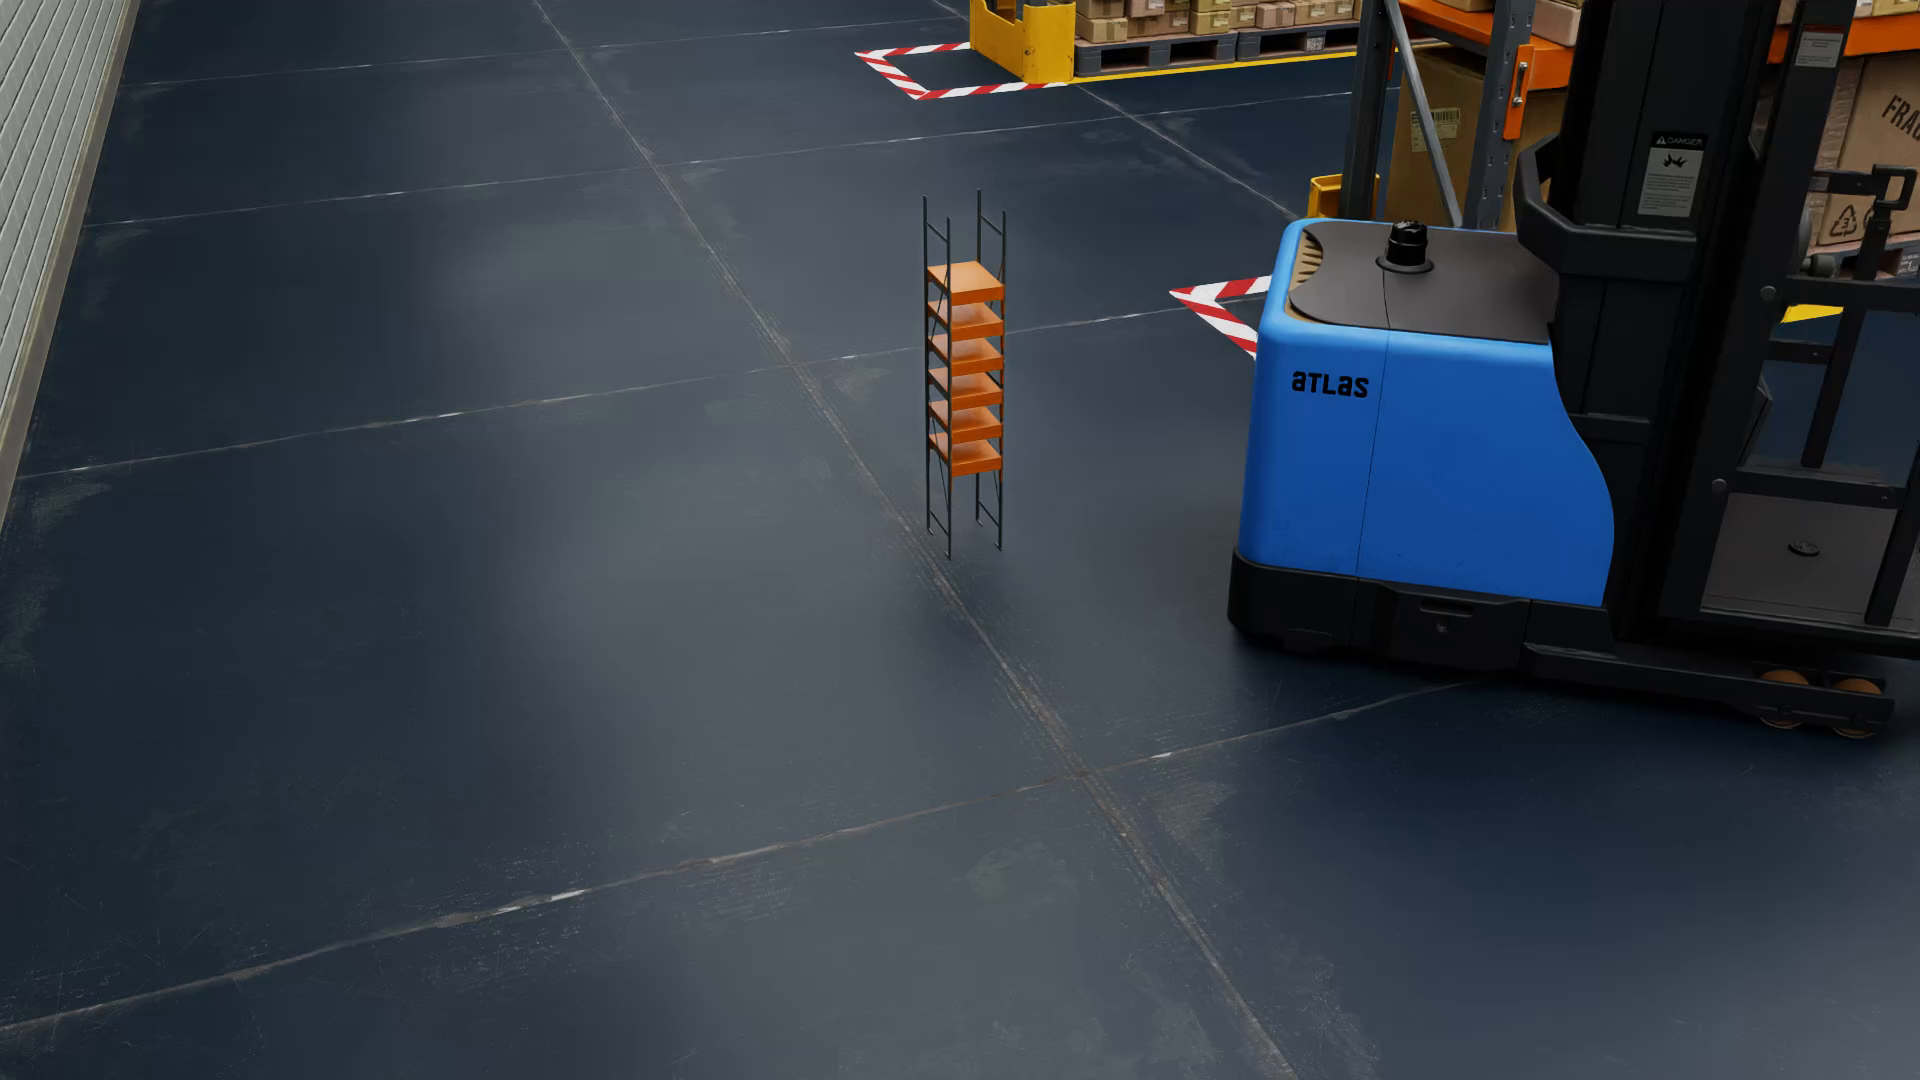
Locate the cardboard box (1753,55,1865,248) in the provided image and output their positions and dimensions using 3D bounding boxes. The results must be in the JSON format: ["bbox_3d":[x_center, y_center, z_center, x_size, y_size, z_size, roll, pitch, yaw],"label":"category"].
[{"bbox_3d":[3.405,-1.861,7.709,0.875,0.875,0.875,-10,31,-18],"label":"cardboard box"}]

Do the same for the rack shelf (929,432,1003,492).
[{"bbox_3d":[0.014,-0.277,5.598,0.180,0.103,0.258,-10,31,-18],"label":"rack shelf"}]

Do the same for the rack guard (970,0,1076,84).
[{"bbox_3d":[0.416,-3.543,11.464,0.348,0.500,1.175,-10,31,-18],"label":"rack guard"}]

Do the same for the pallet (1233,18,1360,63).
[{"bbox_3d":[2.332,-3.750,12.119,1.213,0.211,1.003,-10,31,-18],"label":"pallet"}]

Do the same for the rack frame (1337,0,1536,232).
[{"bbox_3d":[1.980,-2.297,6.752,0.127,3.000,1.000,-10,31,-18],"label":"rack frame"}]

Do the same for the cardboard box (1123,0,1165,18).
[{"bbox_3d":[1.202,-3.681,11.337,0.250,0.149,0.380,-11,31,-18],"label":"cardboard box"}]

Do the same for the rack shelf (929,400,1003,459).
[{"bbox_3d":[0.014,-0.381,5.539,0.180,0.103,0.258,-10,31,-18],"label":"rack shelf"}]

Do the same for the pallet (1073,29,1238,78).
[{"bbox_3d":[1.190,-3.541,11.753,1.213,0.211,1.003,-10,31,-18],"label":"pallet"}]

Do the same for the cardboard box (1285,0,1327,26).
[{"bbox_3d":[2.393,-3.775,11.801,0.250,0.149,0.380,-10,31,-18],"label":"cardboard box"}]

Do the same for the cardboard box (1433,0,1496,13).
[{"bbox_3d":[2.199,-2.402,7.190,0.250,0.149,0.380,-10,31,-17],"label":"cardboard box"}]

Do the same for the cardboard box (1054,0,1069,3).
[{"bbox_3d":[0.740,-3.912,11.742,0.250,0.149,0.380,-11,32,-19],"label":"cardboard box"}]

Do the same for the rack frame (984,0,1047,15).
[{"bbox_3d":[0.345,-4.616,10.822,0.127,3.000,1.000,-10,31,-18],"label":"rack frame"}]

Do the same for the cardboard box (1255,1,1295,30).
[{"bbox_3d":[2.142,-3.715,11.696,0.250,0.149,0.380,-12,32,-20],"label":"cardboard box"}]

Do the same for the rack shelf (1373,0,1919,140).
[{"bbox_3d":[3.854,-2.330,7.536,4.000,0.370,1.077,-10,31,-18],"label":"rack shelf"}]

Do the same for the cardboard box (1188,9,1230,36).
[{"bbox_3d":[1.673,-3.624,11.537,0.250,0.149,0.380,-10,31,-17],"label":"cardboard box"}]

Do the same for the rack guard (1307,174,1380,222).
[{"bbox_3d":[1.957,-1.207,7.364,0.348,0.500,1.175,-10,31,-18],"label":"rack guard"}]

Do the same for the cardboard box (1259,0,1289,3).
[{"bbox_3d":[2.134,-3.915,11.746,0.250,0.149,0.380,-9,31,-15],"label":"cardboard box"}]

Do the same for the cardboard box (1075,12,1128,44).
[{"bbox_3d":[0.948,-3.502,11.322,0.250,0.149,0.380,-10,31,-17],"label":"cardboard box"}]

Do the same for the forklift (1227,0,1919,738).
[{"bbox_3d":[2.408,-0.999,4.542,3.031,2.935,1.130,7,30,12],"label":"forklift"}]

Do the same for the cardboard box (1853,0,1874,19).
[{"bbox_3d":[3.632,-2.319,7.045,0.250,0.149,0.380,-11,31,-18],"label":"cardboard box"}]

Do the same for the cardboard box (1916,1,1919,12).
[{"bbox_3d":[4.114,-2.409,7.201,0.250,0.149,0.380,-10,31,-17],"label":"cardboard box"}]

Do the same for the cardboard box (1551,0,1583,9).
[{"bbox_3d":[2.524,-2.319,6.641,0.500,0.250,0.500,-11,32,-19],"label":"cardboard box"}]

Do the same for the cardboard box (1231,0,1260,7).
[{"bbox_3d":[1.894,-3.849,11.630,0.250,0.149,0.380,-12,32,-20],"label":"cardboard box"}]

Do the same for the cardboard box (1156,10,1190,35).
[{"bbox_3d":[1.395,-3.631,11.549,0.250,0.149,0.380,-10,31,-17],"label":"cardboard box"}]

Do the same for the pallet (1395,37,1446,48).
[{"bbox_3d":[3.477,-3.962,12.492,1.213,0.211,1.003,-10,31,-18],"label":"pallet"}]

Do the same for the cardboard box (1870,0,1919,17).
[{"bbox_3d":[3.869,-2.362,7.120,0.250,0.149,0.380,-11,32,-19],"label":"cardboard box"}]

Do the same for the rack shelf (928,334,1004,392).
[{"bbox_3d":[0.014,-0.589,5.420,0.180,0.103,0.258,-10,31,-18],"label":"rack shelf"}]

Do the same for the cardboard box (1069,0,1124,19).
[{"bbox_3d":[0.926,-3.660,11.300,0.250,0.149,0.380,-9,31,-16],"label":"cardboard box"}]

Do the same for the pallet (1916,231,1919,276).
[{"bbox_3d":[4.989,-1.681,8.488,1.213,0.211,1.003,-10,31,-18],"label":"pallet"}]

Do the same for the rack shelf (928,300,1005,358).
[{"bbox_3d":[0.014,-0.694,5.361,0.180,0.103,0.258,-10,31,-18],"label":"rack shelf"}]

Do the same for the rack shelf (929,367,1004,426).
[{"bbox_3d":[0.014,-0.485,5.479,0.180,0.103,0.258,-10,31,-18],"label":"rack shelf"}]

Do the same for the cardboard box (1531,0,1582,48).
[{"bbox_3d":[2.428,-2.096,6.653,0.250,0.149,0.380,-10,31,-17],"label":"cardboard box"}]

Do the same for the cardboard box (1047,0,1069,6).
[{"bbox_3d":[0.766,-3.747,11.753,0.250,0.149,0.380,-10,31,-17],"label":"cardboard box"}]

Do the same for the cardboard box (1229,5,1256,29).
[{"bbox_3d":[1.879,-3.712,11.692,0.250,0.149,0.380,-10,31,-18],"label":"cardboard box"}]

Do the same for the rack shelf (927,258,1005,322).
[{"bbox_3d":[0.014,-0.798,5.301,0.180,0.103,0.258,-10,31,-18],"label":"rack shelf"}]

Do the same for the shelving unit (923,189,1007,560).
[{"bbox_3d":[0.014,-0.524,5.457,0.189,1.200,0.258,-10,31,-18],"label":"shelving unit"}]

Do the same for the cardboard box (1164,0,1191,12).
[{"bbox_3d":[1.401,-3.765,11.483,0.250,0.149,0.380,-10,31,-17],"label":"cardboard box"}]

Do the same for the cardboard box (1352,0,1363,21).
[{"bbox_3d":[2.875,-3.846,11.926,0.250,0.149,0.380,-11,31,-18],"label":"cardboard box"}]

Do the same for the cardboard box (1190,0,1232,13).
[{"bbox_3d":[1.679,-3.759,11.472,0.250,0.149,0.380,-9,31,-16],"label":"cardboard box"}]

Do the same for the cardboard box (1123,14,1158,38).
[{"bbox_3d":[1.165,-3.585,11.468,0.250,0.149,0.380,-11,31,-18],"label":"cardboard box"}]

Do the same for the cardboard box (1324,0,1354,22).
[{"bbox_3d":[2.607,-3.832,11.901,0.250,0.149,0.380,-10,31,-17],"label":"cardboard box"}]

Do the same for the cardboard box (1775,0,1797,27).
[{"bbox_3d":[3.390,-2.275,6.966,0.250,0.149,0.380,-11,31,-19],"label":"cardboard box"}]

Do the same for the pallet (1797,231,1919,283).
[{"bbox_3d":[3.844,-1.469,8.115,1.213,0.211,1.003,-10,31,-18],"label":"pallet"}]

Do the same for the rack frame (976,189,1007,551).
[{"bbox_3d":[0.099,-0.540,5.485,0.006,1.200,0.240,-10,31,-18],"label":"rack frame"}]

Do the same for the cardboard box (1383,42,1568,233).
[{"bbox_3d":[2.552,-1.704,7.433,0.875,0.875,0.875,-10,31,-18],"label":"cardboard box"}]

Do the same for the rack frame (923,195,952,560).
[{"bbox_3d":[-0.072,-0.508,5.430,0.006,1.200,0.240,-10,31,-18],"label":"rack frame"}]

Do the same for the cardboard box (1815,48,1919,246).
[{"bbox_3d":[4.239,-2.015,7.979,0.875,0.875,0.875,-10,31,-18],"label":"cardboard box"}]
